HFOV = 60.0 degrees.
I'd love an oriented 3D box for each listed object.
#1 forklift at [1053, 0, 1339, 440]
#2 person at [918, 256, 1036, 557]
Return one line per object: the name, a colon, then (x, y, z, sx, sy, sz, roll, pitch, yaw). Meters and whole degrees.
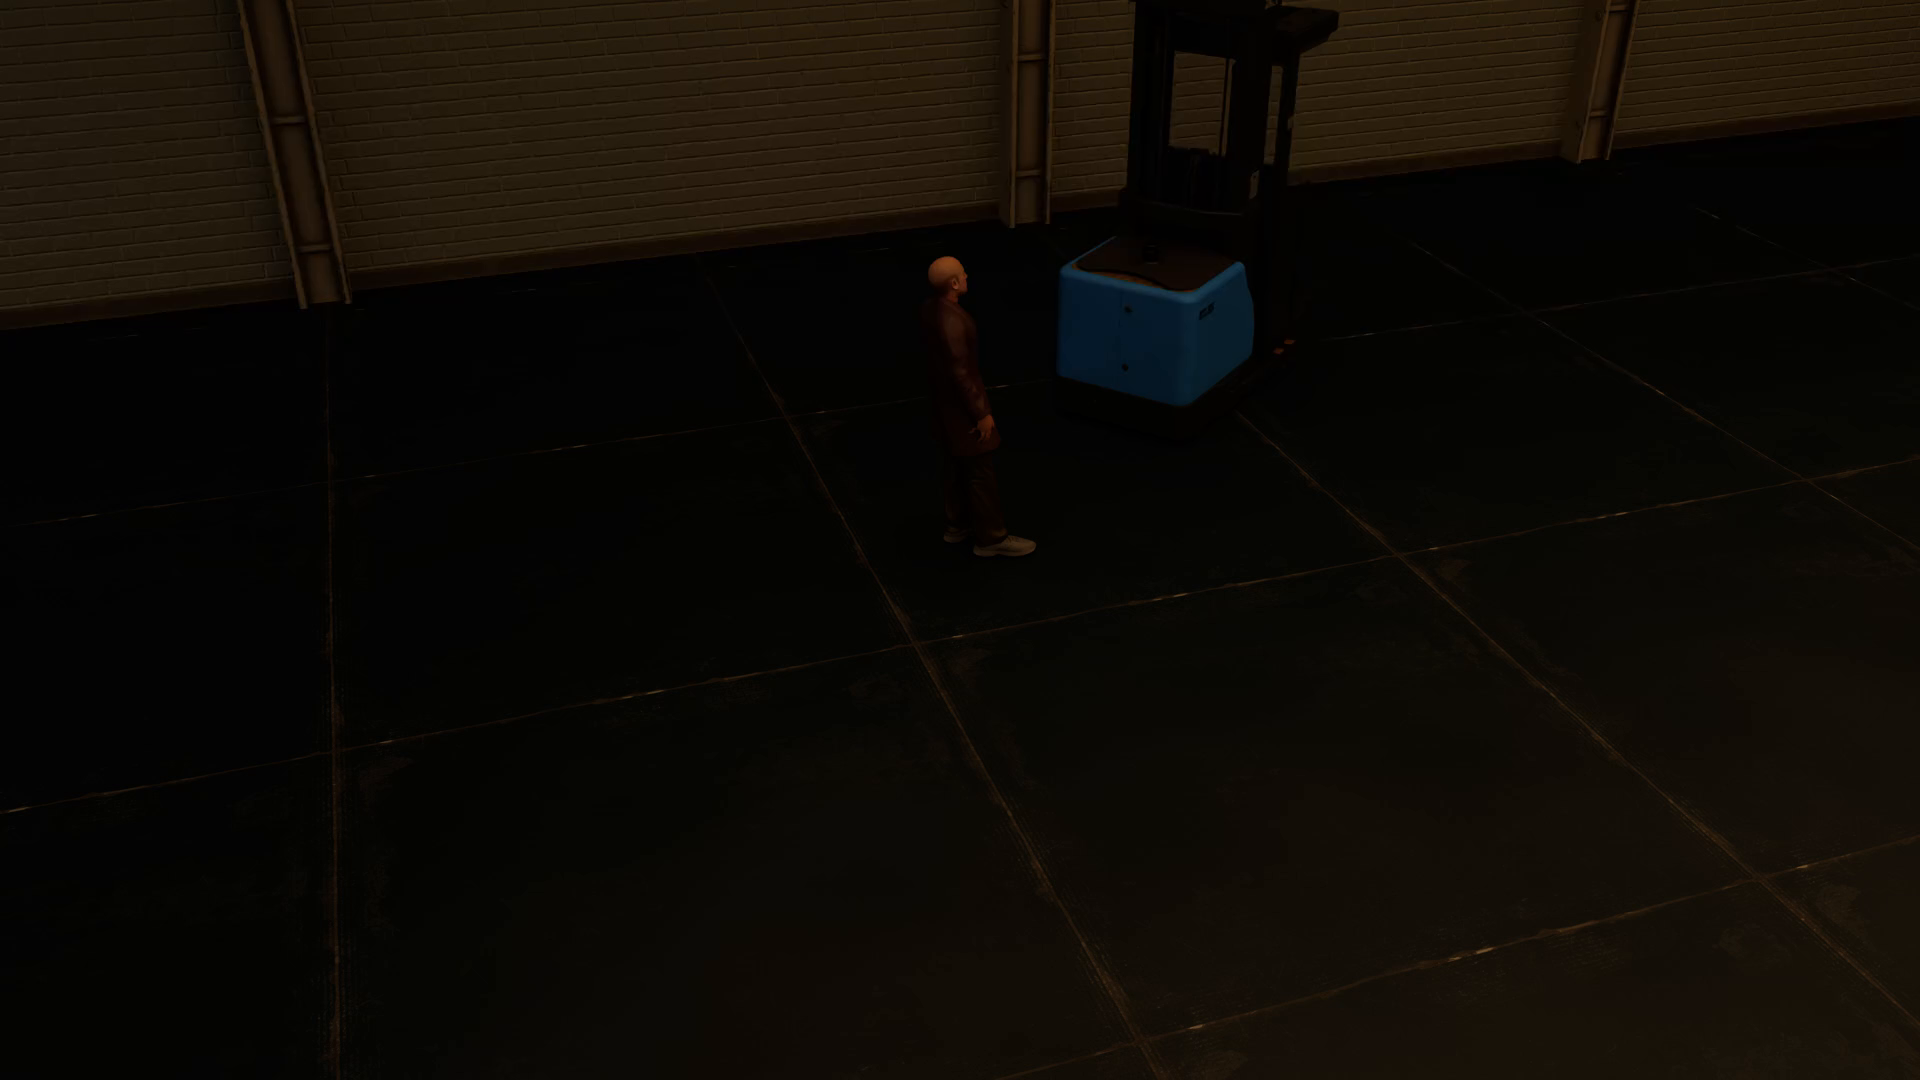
forklift: (1.867, -2.628, 11.654, 1.130, 2.935, 3.031, 18, 34, 28)
person: (0.088, -0.789, 9.601, 0.579, 1.778, 0.696, -10, 31, -16)
